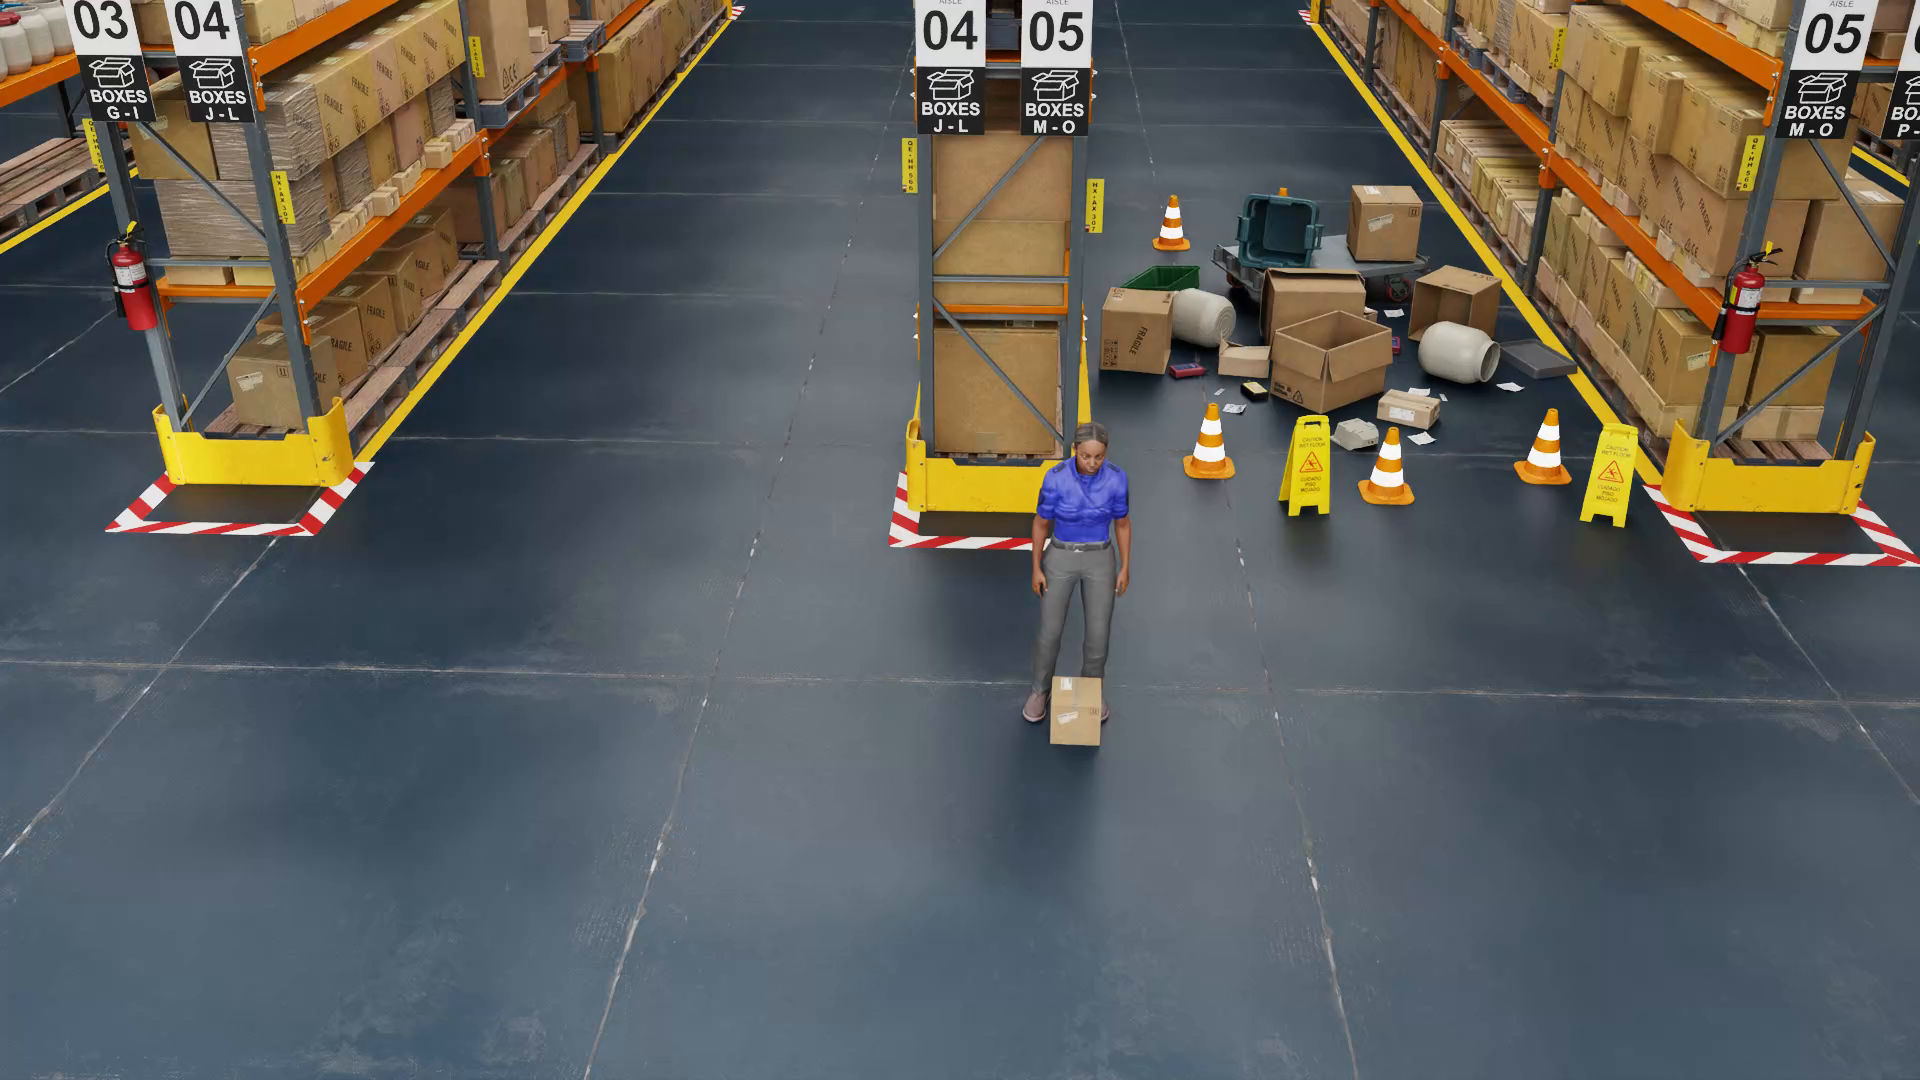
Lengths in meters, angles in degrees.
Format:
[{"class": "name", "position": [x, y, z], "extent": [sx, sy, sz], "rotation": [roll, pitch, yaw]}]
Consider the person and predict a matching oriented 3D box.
[{"class": "person", "position": [0.592, 0.143, 8.359], "extent": [0.532, 1.655, 0.348], "rotation": [-1, 28, -1]}]
